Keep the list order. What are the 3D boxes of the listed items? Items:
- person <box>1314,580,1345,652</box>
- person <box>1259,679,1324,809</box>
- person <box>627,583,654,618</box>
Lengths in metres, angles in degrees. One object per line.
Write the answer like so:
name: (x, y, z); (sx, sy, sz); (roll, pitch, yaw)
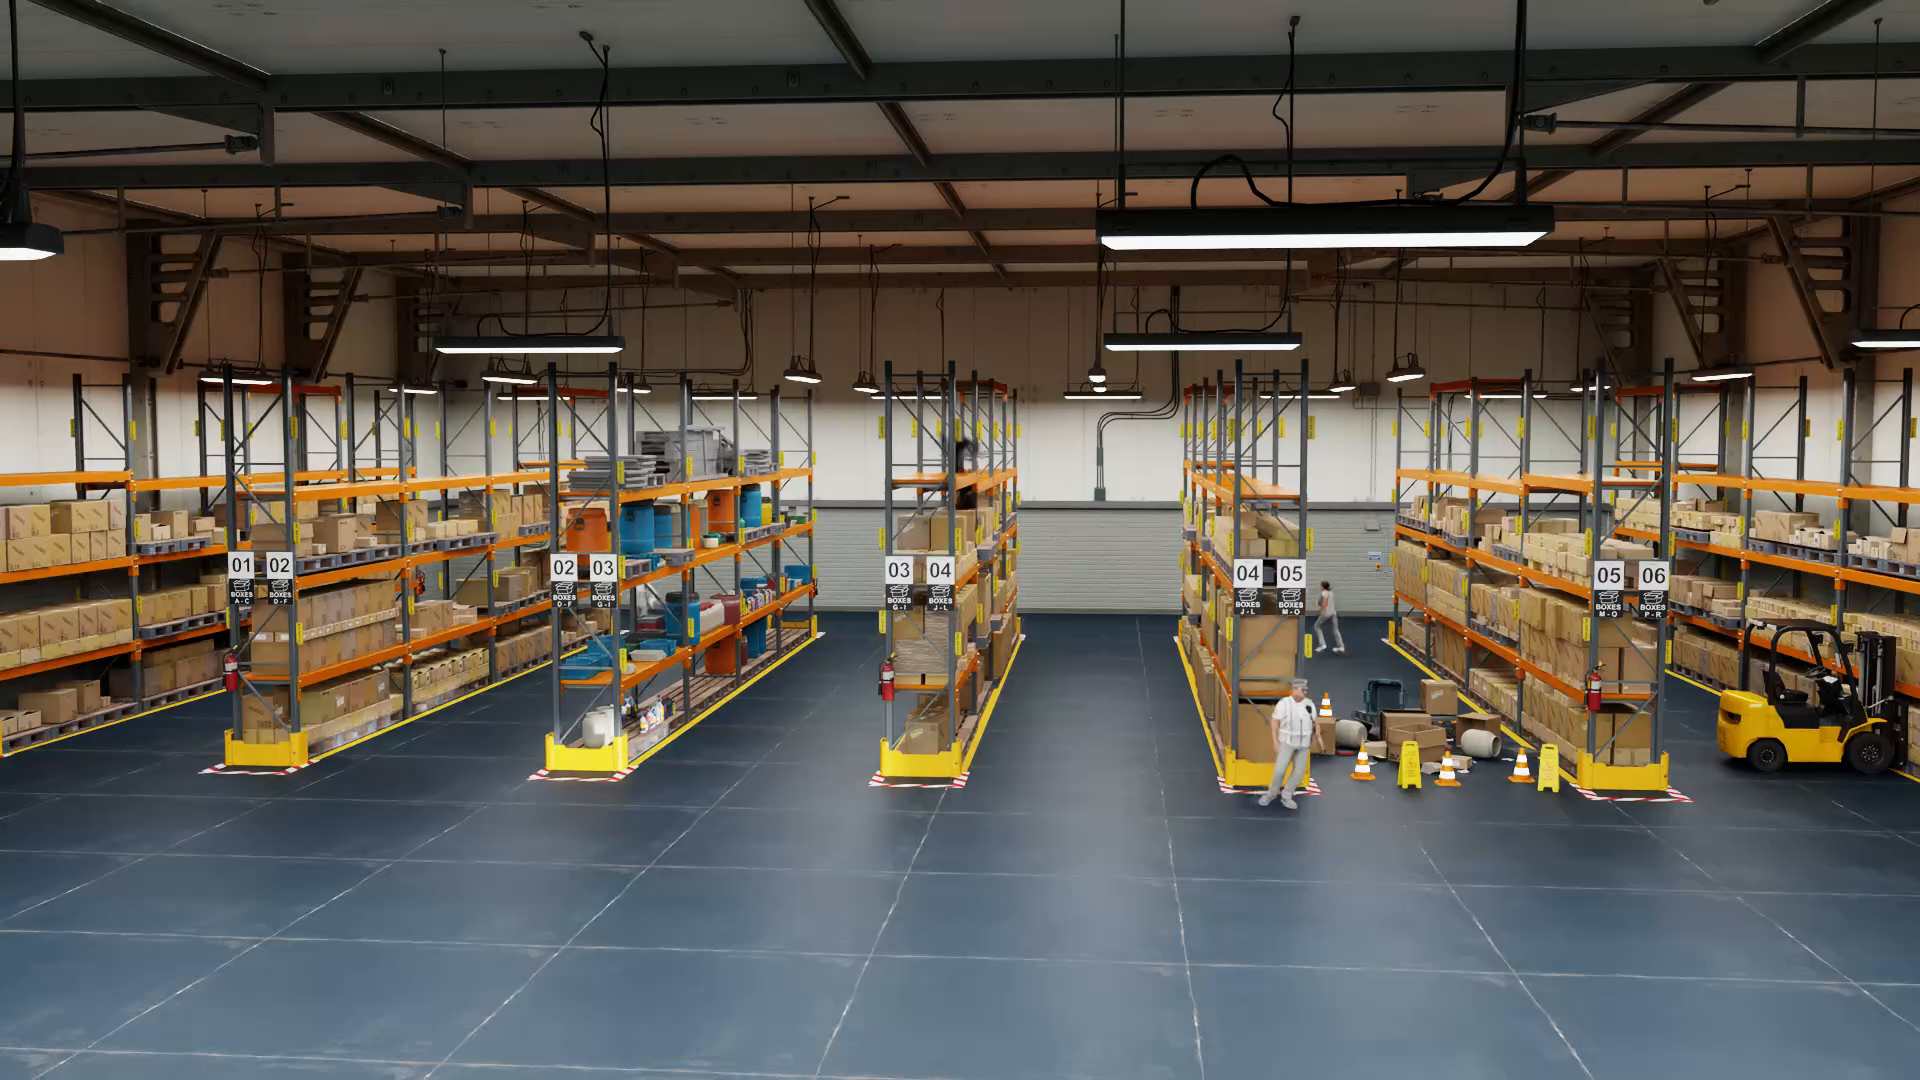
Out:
person: (8.303, 1.735, 37.496); (0.557, 1.625, 0.939); (-2, 4, -31)
person: (4.385, 2.706, 21.991); (0.782, 1.751, 0.602); (-1, 4, -16)
person: (-7.498, 1.588, 39.019); (0.570, 1.735, 0.846); (0, 4, 4)
